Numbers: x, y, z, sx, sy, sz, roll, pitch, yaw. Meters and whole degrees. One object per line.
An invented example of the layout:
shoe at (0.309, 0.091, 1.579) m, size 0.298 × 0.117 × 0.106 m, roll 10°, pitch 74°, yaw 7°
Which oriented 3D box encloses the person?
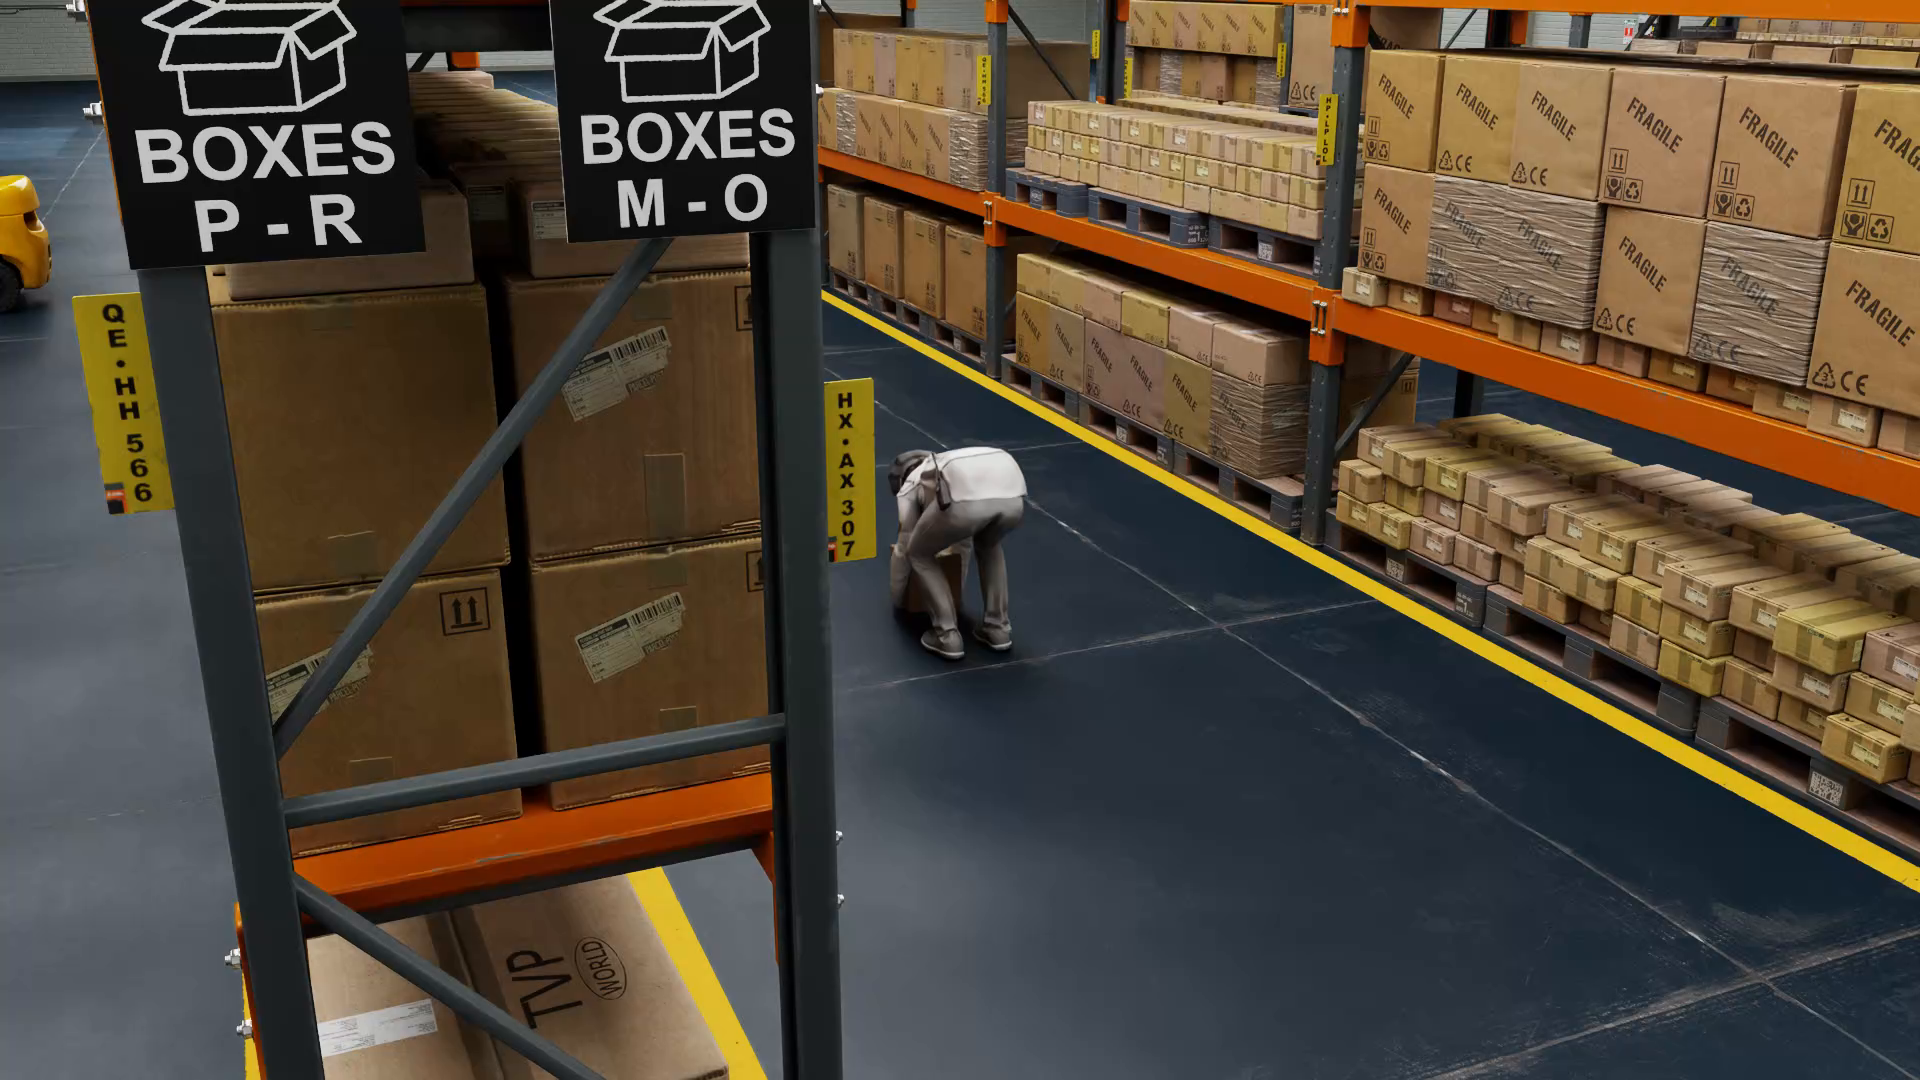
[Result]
person at (-0.037, -0.006, 7.251) m, size 0.458 × 0.904 × 0.882 m, roll -9°, pitch 21°, yaw -25°
